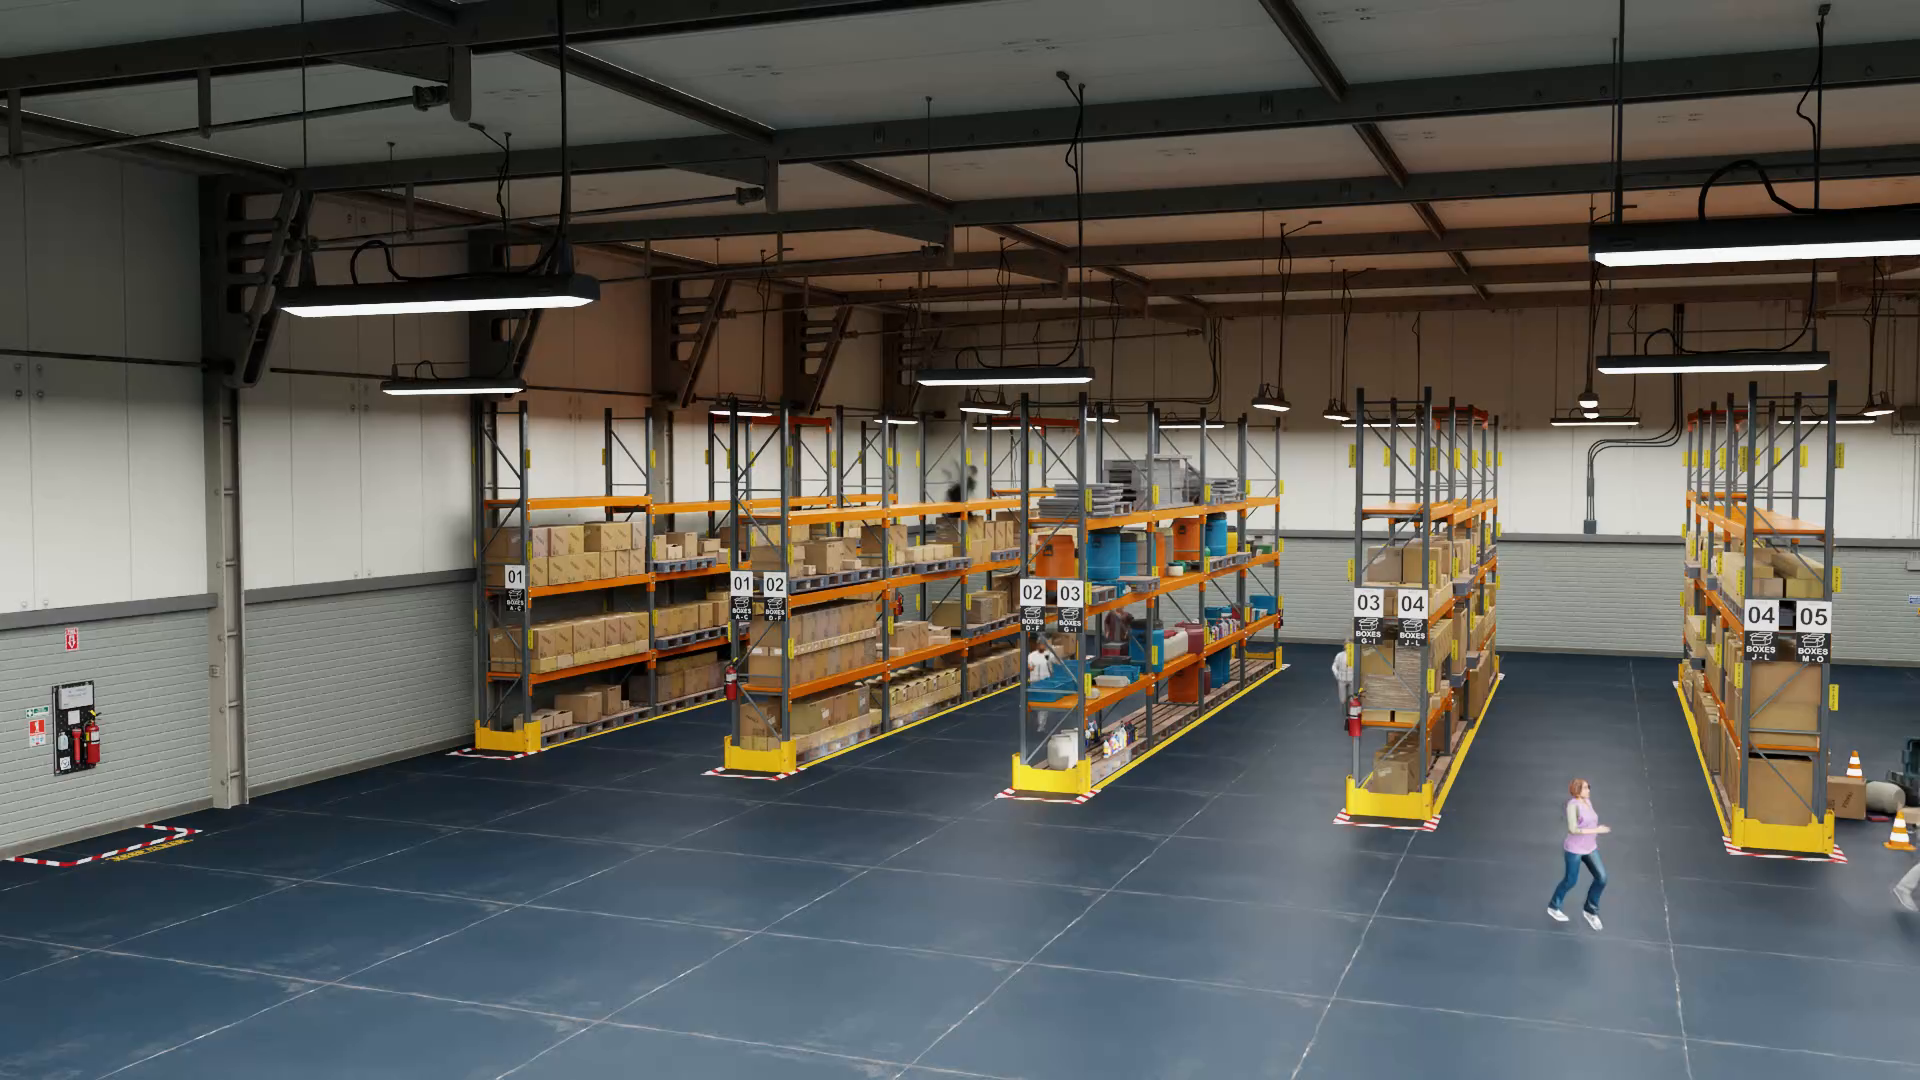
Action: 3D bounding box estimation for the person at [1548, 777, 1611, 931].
[{"bbox_3d":[6.610,3.389,17.707,0.520,1.548,0.699,-2,3,-33],"label":"person"}]

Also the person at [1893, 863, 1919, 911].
[{"bbox_3d":[10.672,3.215,18.109,0.681,1.815,0.908,-2,3,-30],"label":"person"}]

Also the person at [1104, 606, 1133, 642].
[{"bbox_3d":[3.340,2.143,34.981,0.711,1.781,0.900,1,3,17],"label":"person"}]

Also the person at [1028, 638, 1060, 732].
[{"bbox_3d":[1.482,2.615,30.351,0.610,1.646,0.891,1,3,18],"label":"person"}]

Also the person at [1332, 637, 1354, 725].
[{"bbox_3d":[7.300,2.651,31.321,0.612,1.648,0.571,1,3,21],"label":"person"}]
